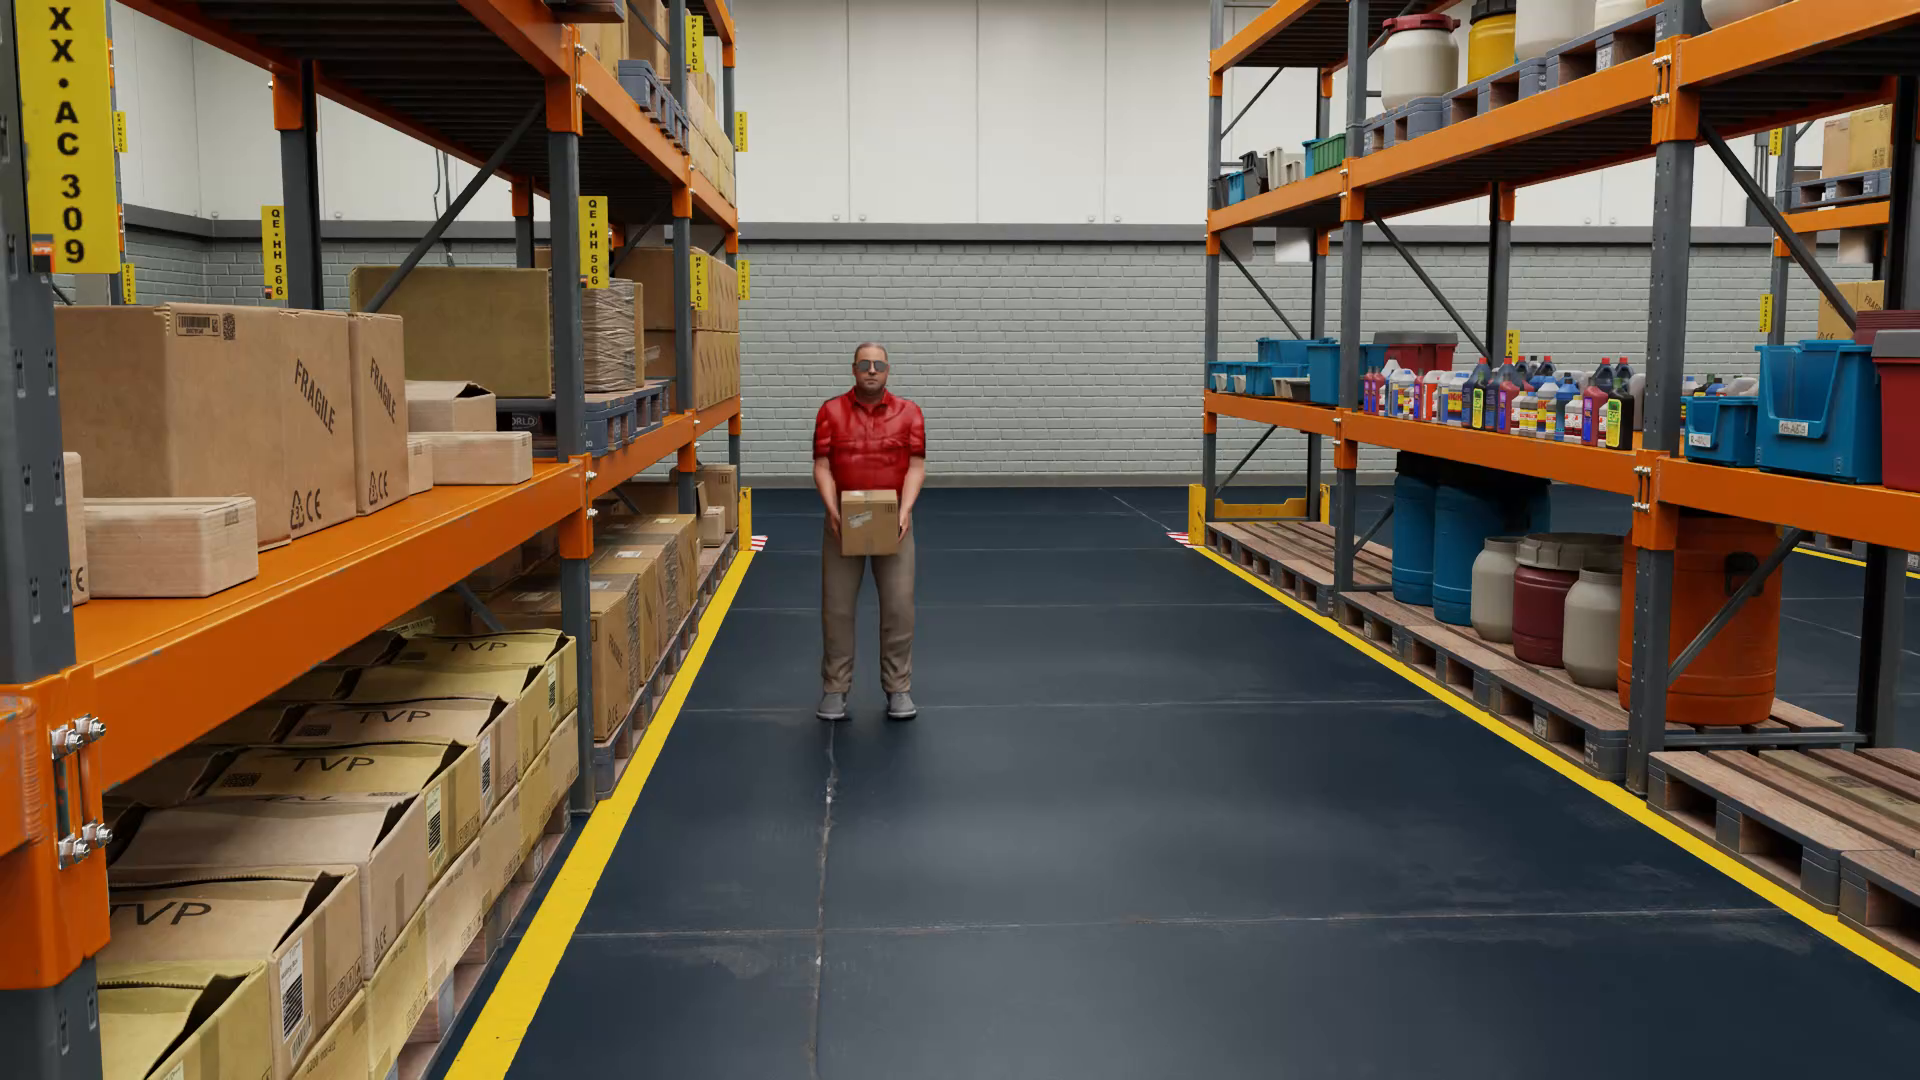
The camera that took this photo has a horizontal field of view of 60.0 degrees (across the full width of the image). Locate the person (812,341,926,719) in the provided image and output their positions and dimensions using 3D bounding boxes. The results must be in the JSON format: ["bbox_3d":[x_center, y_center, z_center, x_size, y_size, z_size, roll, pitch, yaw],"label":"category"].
[{"bbox_3d":[-0.413,-0.044,7.649,0.527,1.732,0.496,0,7,-4],"label":"person"}]
